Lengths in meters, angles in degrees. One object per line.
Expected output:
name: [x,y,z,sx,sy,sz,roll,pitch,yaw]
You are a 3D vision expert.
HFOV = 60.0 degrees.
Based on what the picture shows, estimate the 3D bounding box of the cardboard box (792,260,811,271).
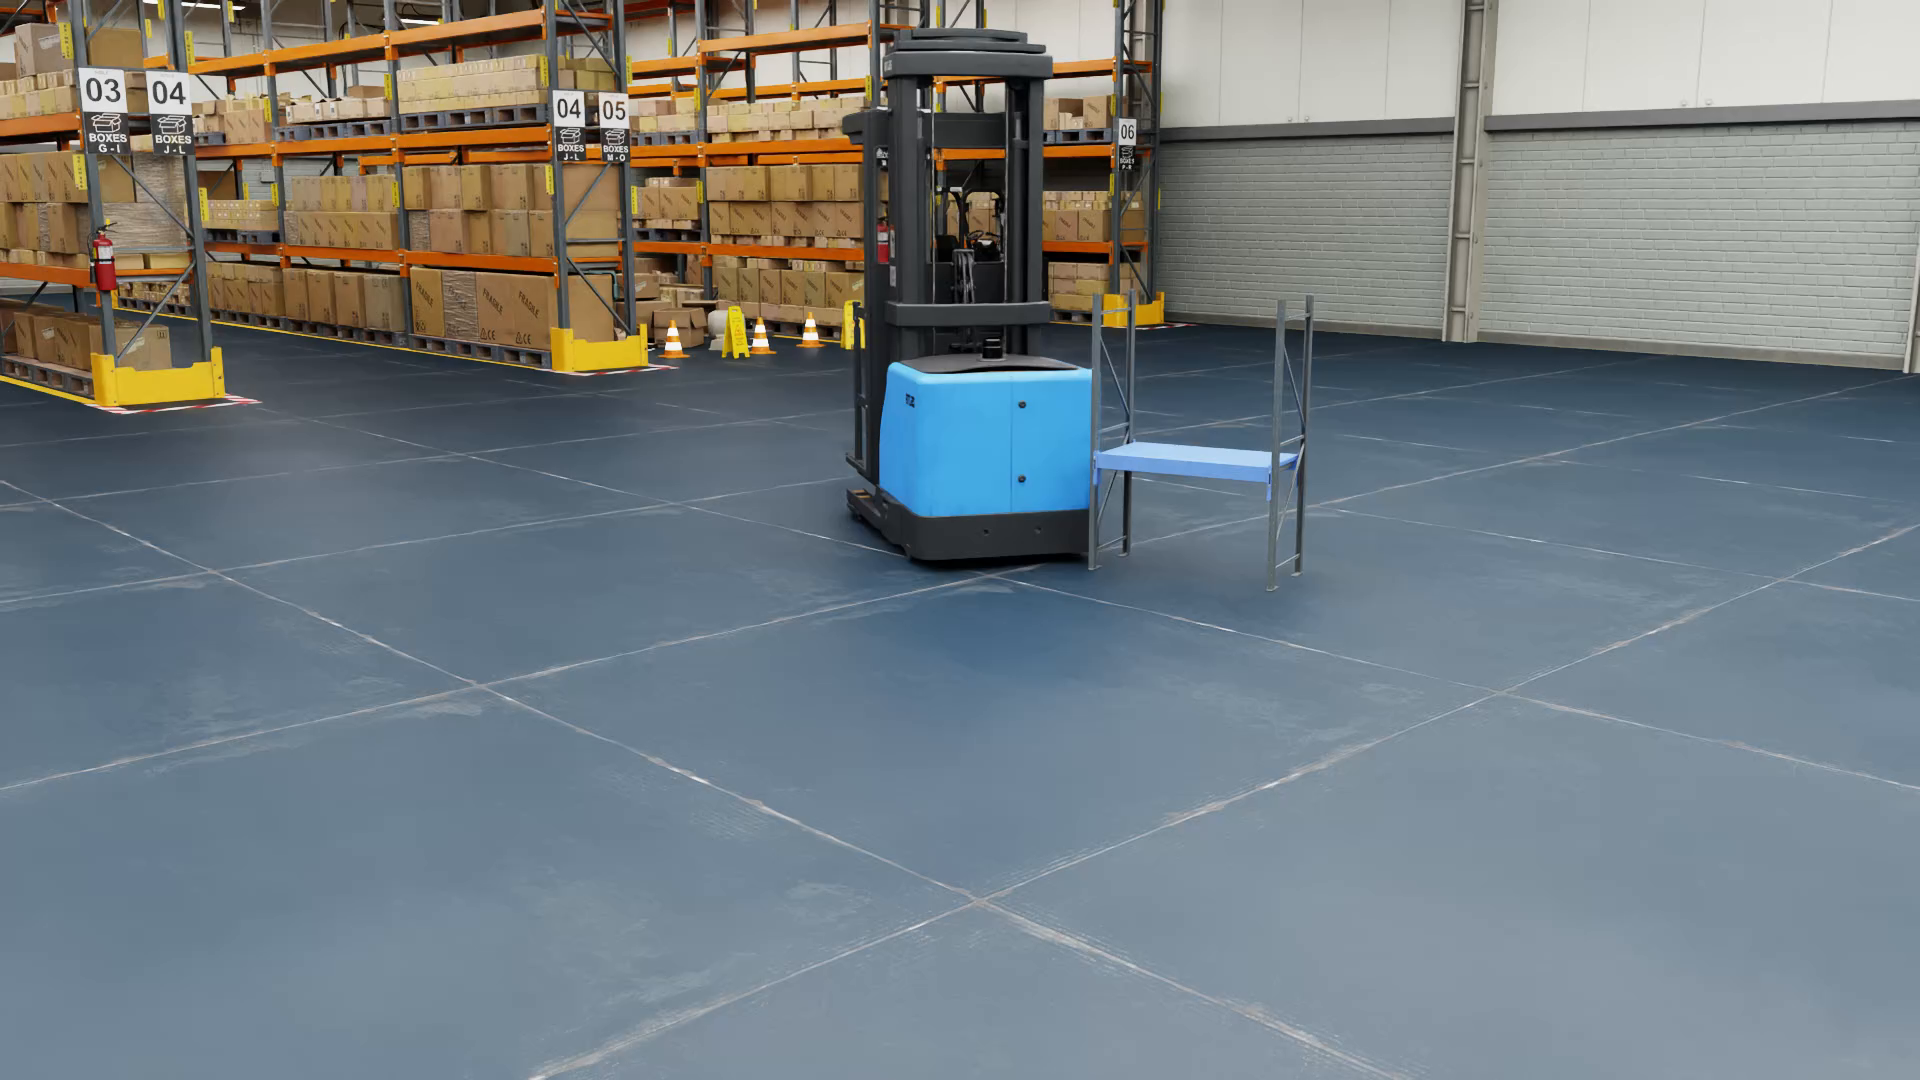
cardboard box: [-2.208,-3.988,24.144,0.380,0.149,0.250,-10,15,-40]

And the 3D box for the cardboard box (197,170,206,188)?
cardboard box: [-13.130,-6.006,28.166,0.500,0.500,0.500,11,16,43]

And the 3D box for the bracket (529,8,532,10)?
bracket: [-10.028,-12.503,39.375,0.235,0.232,0.430,-11,16,-43]

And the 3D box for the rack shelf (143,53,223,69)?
rack shelf: [-13.991,-8.167,29.042,1.077,0.370,4.000,-11,16,-43]

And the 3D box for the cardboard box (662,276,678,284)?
cardboard box: [-6.109,-5.537,35.378,0.250,0.149,0.380,11,16,43]

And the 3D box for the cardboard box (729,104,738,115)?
cardboard box: [-3.217,-6.399,24.751,0.250,0.149,0.380,11,16,43]

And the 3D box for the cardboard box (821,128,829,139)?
cardboard box: [-1.742,-5.725,23.453,0.380,0.149,0.250,-11,16,-42]

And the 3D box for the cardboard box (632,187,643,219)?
cardboard box: [-5.117,-5.488,27.090,0.500,0.500,0.500,11,16,43]

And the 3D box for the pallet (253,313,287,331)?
pallet: [-10.386,-3.455,26.160,1.003,0.211,1.213,-11,16,-43]

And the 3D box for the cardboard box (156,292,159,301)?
cardboard box: [-13.973,-4.308,29.413,0.380,0.149,0.250,-11,16,-41]

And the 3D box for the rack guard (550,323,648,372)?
rack guard: [-4.306,-2.312,19.892,1.175,0.500,0.348,-11,16,-43]

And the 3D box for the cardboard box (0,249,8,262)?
cardboard box: [-10.455,-3.179,18.532,0.380,0.149,0.250,-11,16,-43]

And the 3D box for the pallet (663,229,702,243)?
pallet: [-3.997,-4.865,26.569,1.003,0.211,1.213,-11,16,-43]

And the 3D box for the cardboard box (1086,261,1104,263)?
cardboard box: [2.233,-4.454,27.391,0.500,0.250,0.500,-11,16,-42]

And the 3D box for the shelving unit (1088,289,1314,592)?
shelving unit: [1.281,-0.561,8.917,1.048,1.500,0.538,7,13,29]

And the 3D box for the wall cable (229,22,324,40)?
wall cable: [-15.448,-10.413,38.151,2.355,3.000,0.029,-11,16,-43]

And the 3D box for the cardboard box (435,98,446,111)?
cardboard box: [-6.375,-5.475,20.953,0.380,0.149,0.250,-11,16,-43]

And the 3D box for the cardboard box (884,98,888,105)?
cardboard box: [-0.910,-6.061,23.108,0.380,0.149,0.250,-11,16,-43]

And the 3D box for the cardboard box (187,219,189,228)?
cardboard box: [-12.474,-5.212,27.358,0.380,0.149,0.250,-11,16,-42]

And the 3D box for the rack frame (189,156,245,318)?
rack frame: [-12.610,-5.291,28.157,1.000,3.000,0.127,-11,16,-43]

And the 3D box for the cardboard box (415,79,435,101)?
cardboard box: [-6.600,-5.735,21.228,0.500,0.250,0.500,-11,16,-43]

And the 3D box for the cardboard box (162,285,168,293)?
cardboard box: [-13.743,-4.407,29.153,0.380,0.149,0.250,-10,16,-41]

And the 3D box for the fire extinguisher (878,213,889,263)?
fire extinguisher: [-1.066,-4.125,22.692,0.296,0.674,0.183,-11,16,-43]

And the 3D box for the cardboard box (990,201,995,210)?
cardboard box: [0.720,-5.647,28.031,0.380,0.149,0.250,-11,16,-43]

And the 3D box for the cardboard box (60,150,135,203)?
cardboard box: [-8.538,-3.593,16.455,0.500,0.500,0.500,-11,16,-43]

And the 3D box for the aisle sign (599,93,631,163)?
aisle sign: [-4.057,-4.844,19.547,0.394,0.787,0.004,-11,16,-43]

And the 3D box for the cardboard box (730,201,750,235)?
cardboard box: [-3.109,-4.849,25.030,0.500,0.500,0.500,-11,16,-43]

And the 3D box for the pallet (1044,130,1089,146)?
pallet: [1.459,-6.647,27.526,1.003,0.211,1.213,-11,16,-43]

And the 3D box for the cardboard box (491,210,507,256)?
cardboard box: [-5.303,-3.837,20.730,0.875,0.550,0.550,-11,16,-43]

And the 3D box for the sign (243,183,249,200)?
sign: [-12.211,-5.936,28.418,0.100,0.325,0.005,-11,16,-43]

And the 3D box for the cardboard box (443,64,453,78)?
cardboard box: [-6.199,-5.828,20.692,0.380,0.149,0.250,-11,16,-43]

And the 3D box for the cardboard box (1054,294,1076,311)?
cardboard box: [1.886,-3.893,27.149,0.500,0.250,0.500,-11,16,-43]

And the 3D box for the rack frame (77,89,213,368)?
rack frame: [-7.980,-2.863,16.374,1.000,3.000,0.127,-11,16,-43]

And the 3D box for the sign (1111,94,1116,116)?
sign: [2.373,-6.727,25.695,0.100,0.325,0.005,-11,16,-43]

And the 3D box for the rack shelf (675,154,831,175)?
rack shelf: [-4.131,-7.512,33.290,1.077,0.370,4.000,-11,16,-43]

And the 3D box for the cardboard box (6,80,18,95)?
cardboard box: [-9.813,-4.762,17.542,0.380,0.149,0.250,-11,16,-44]

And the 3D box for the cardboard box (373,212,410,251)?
cardboard box: [-7.639,-4.211,22.669,0.500,0.500,0.500,-11,16,-43]

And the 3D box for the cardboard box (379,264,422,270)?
cardboard box: [-11.333,-5.447,34.227,0.875,0.438,0.875,11,16,43]

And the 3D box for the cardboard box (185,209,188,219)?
cardboard box: [-12.490,-5.360,27.338,0.380,0.149,0.250,-11,16,-44]

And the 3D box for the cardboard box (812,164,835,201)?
cardboard box: [-1.667,-5.047,23.513,0.700,0.500,0.500,-11,16,-42]

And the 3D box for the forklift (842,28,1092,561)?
forklift: [-0.100,-1.572,10.279,1.130,2.935,3.031,-3,12,-14]

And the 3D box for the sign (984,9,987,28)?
sign: [0.431,-9.067,28.912,0.100,0.325,0.005,-11,16,-43]

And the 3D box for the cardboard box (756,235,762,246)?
cardboard box: [-2.819,-4.474,24.817,0.380,0.149,0.250,-11,16,-43]

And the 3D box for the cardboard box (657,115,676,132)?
cardboard box: [-4.428,-6.569,26.258,0.500,0.250,0.500,-11,16,-42]

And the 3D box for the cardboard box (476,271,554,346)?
cardboard box: [-5.448,-2.922,20.886,0.875,0.875,0.875,-11,16,-43]

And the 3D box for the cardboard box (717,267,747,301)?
cardboard box: [-3.362,-3.930,25.469,0.500,0.500,0.500,-10,15,-40]

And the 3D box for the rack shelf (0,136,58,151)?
rack shelf: [-12.123,-4.855,20.394,1.077,0.370,4.000,-11,16,-43]

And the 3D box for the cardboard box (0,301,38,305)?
cardboard box: [-11.853,-2.684,20.611,0.500,0.500,0.700,10,15,40]

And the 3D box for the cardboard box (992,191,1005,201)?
cardboard box: [0.749,-5.797,28.022,0.380,0.149,0.250,-11,16,-43]

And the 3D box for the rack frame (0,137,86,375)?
rack frame: [-10.742,-3.447,19.207,1.000,3.000,0.127,-11,16,-43]

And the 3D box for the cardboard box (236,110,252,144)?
cardboard box: [-10.780,-6.344,25.589,0.500,0.500,0.500,-11,16,-43]

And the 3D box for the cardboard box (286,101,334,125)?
cardboard box: [-9.506,-6.251,24.316,0.500,0.311,0.500,-11,16,-42]

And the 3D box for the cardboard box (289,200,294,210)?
cardboard box: [-10.214,-5.214,25.894,0.250,0.149,0.380,11,16,44]

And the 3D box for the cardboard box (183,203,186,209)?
cardboard box: [-12.670,-5.543,27.490,0.380,0.149,0.250,-10,15,-40]

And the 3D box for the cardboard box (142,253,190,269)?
cardboard box: [-8.004,-2.815,16.762,0.380,0.149,0.250,-11,16,-43]

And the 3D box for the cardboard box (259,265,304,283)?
cardboard box: [-10.509,-4.119,25.765,0.500,0.250,0.500,11,16,44]
